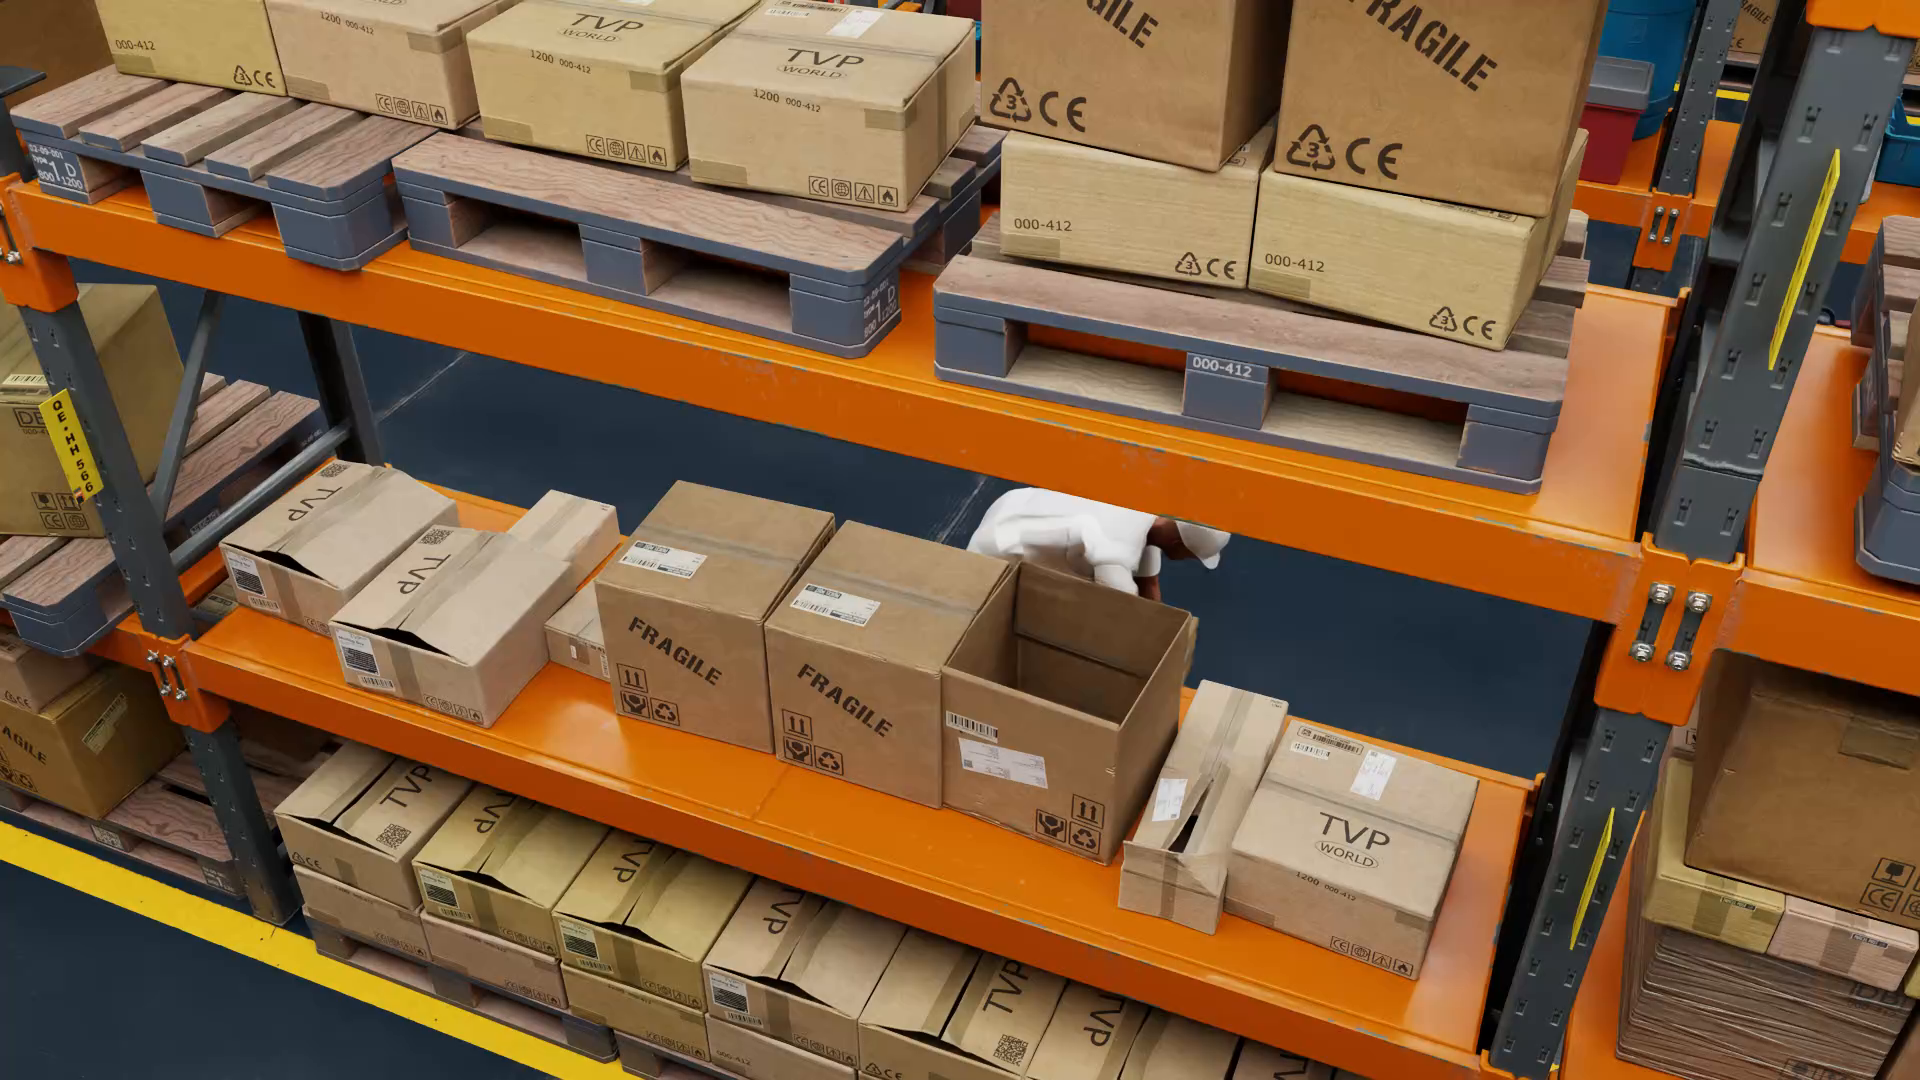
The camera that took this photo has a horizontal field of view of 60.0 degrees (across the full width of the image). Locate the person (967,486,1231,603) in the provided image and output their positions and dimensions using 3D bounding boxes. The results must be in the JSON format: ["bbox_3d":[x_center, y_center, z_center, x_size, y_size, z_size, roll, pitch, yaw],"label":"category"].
[{"bbox_3d":[0.499,0.270,6.215,0.945,1.231,0.498,12,39,16],"label":"person"}]
